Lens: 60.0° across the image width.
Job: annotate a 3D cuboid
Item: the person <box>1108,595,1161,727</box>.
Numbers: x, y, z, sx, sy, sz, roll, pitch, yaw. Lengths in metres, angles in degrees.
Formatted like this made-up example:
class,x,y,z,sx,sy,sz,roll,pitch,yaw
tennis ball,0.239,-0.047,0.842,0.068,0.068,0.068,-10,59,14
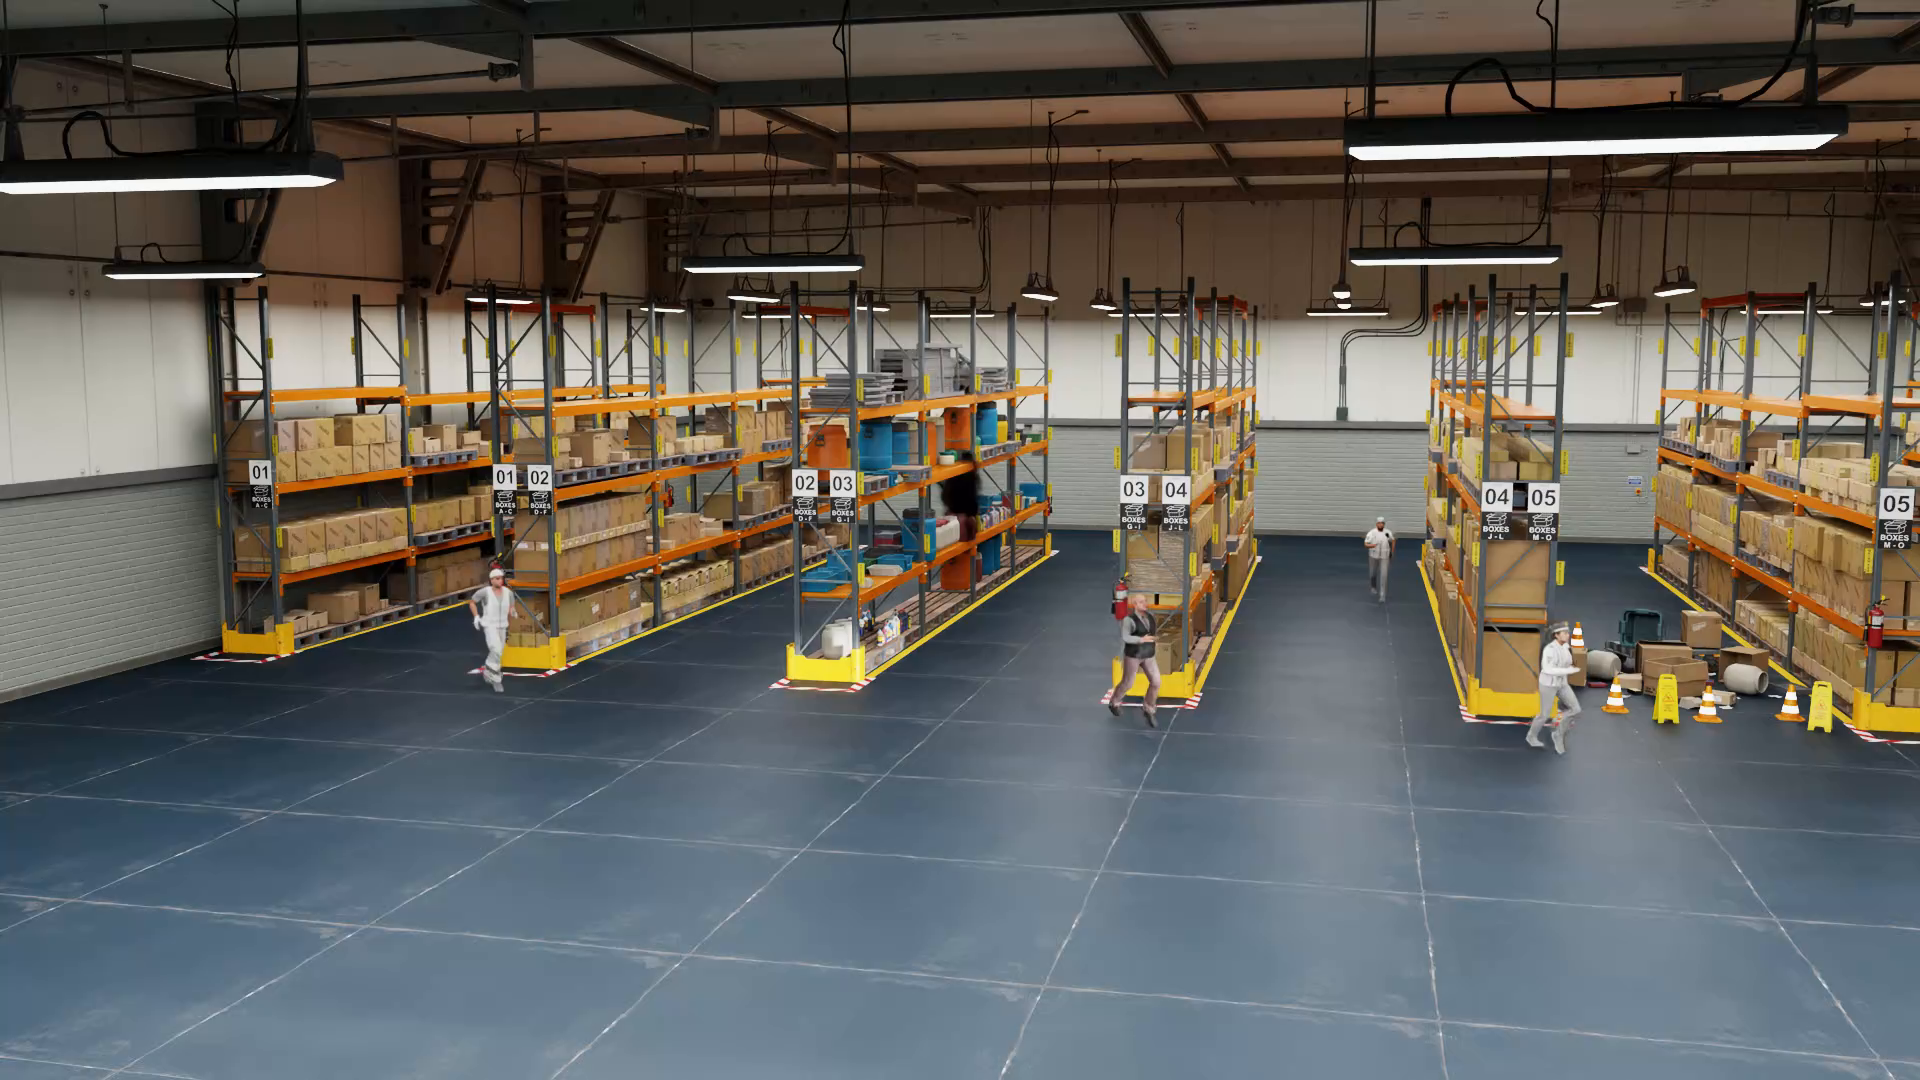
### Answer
class,x,y,z,sx,sy,sz,roll,pitch,yaw
person,2.388,1.601,22.280,0.664,1.772,0.898,-4,8,-29

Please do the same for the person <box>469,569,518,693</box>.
class,x,y,z,sx,sy,sz,roll,pitch,yaw
person,-6.838,1.318,24.502,0.866,1.819,0.587,6,9,42

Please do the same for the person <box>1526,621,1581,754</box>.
class,x,y,z,sx,sy,sz,roll,pitch,yaw
person,7.356,1.807,20.562,0.642,1.670,0.783,-4,8,-33

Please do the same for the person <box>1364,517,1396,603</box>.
class,x,y,z,sx,sy,sz,roll,pitch,yaw
person,8.353,0.363,33.093,0.607,1.651,0.941,2,7,13
